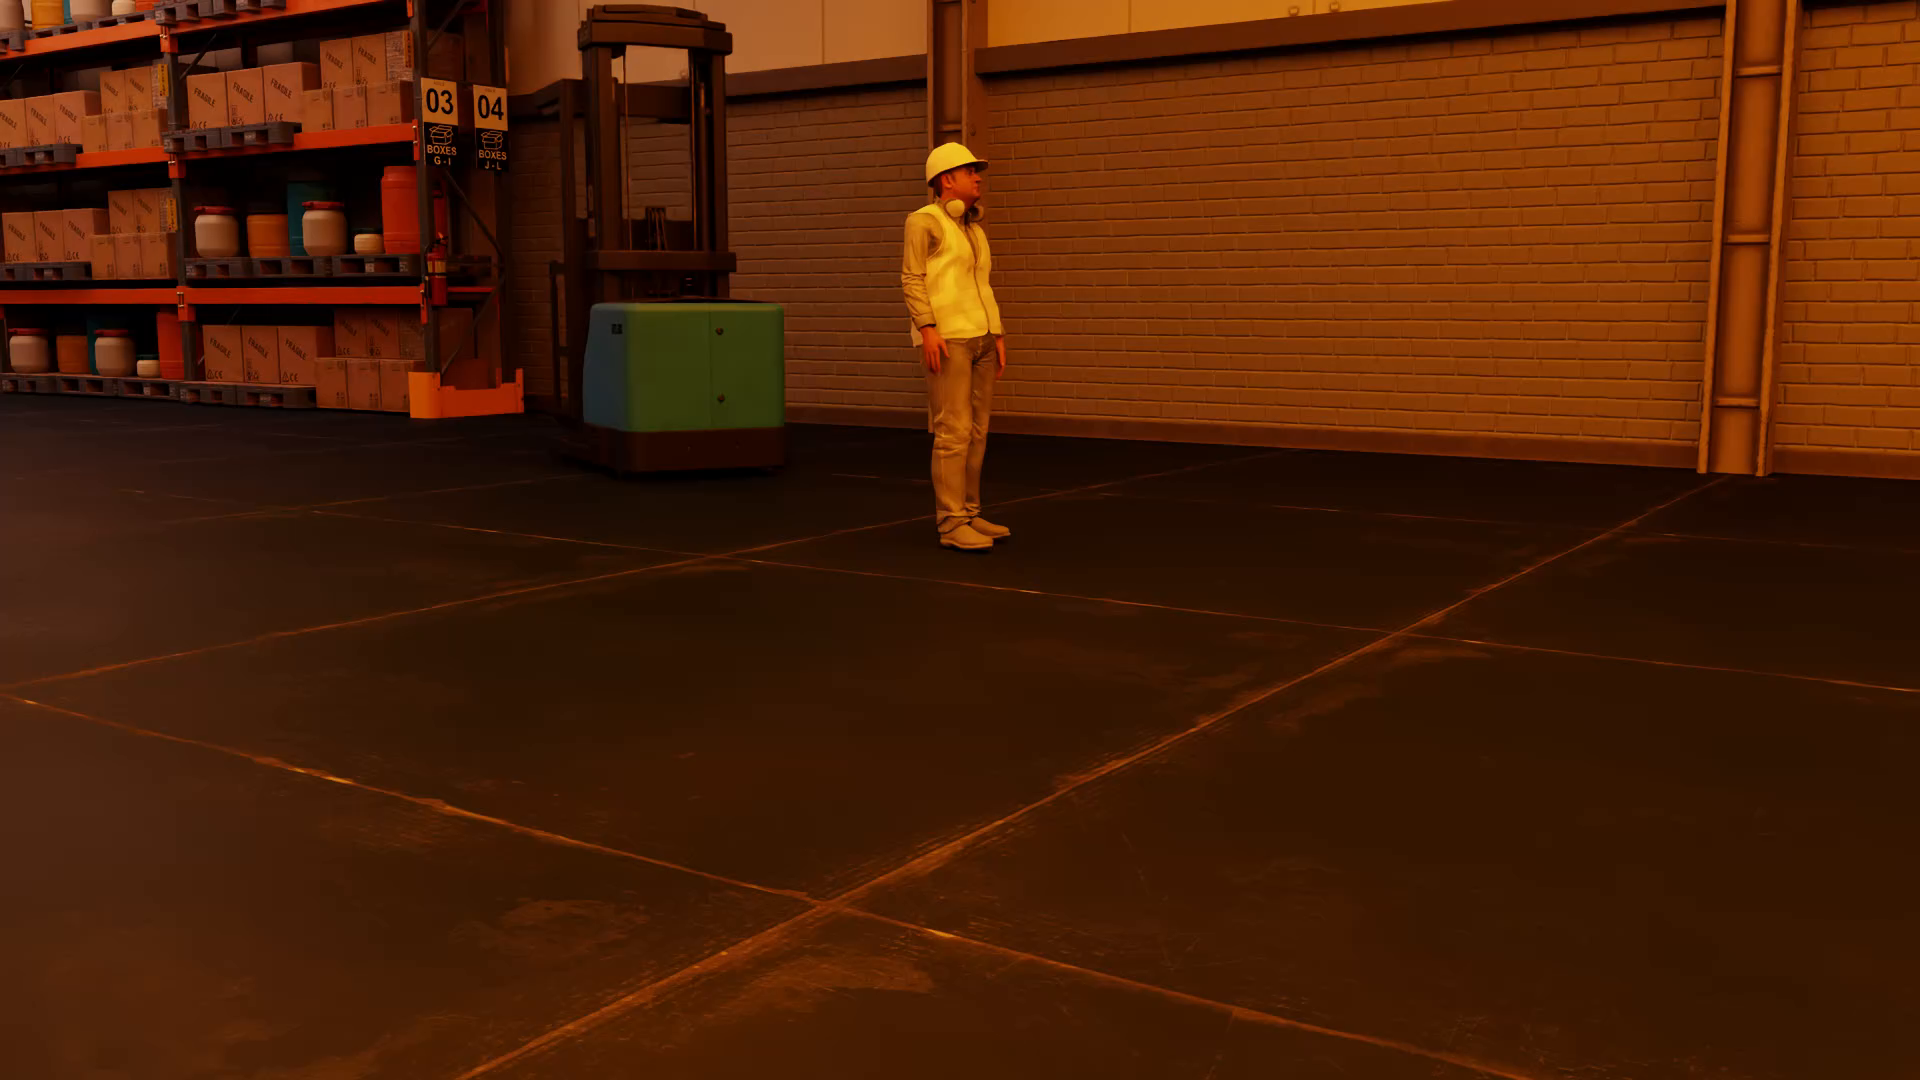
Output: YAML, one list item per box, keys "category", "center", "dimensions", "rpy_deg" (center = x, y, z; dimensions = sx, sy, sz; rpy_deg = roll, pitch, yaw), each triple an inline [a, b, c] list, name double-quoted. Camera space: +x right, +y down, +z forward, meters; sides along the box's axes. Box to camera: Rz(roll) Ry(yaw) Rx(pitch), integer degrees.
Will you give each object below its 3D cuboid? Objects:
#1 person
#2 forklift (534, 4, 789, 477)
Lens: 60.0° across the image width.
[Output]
- category: "person"
  center: [0.047, -0.880, 7.437]
  dimensions: [0.568, 1.773, 0.632]
  rpy_deg: [5, 10, 34]
- category: "forklift"
  center: [-2.207, -2.004, 11.285]
  dimensions: [1.130, 2.935, 3.031]
  rpy_deg: [-4, 9, -27]
